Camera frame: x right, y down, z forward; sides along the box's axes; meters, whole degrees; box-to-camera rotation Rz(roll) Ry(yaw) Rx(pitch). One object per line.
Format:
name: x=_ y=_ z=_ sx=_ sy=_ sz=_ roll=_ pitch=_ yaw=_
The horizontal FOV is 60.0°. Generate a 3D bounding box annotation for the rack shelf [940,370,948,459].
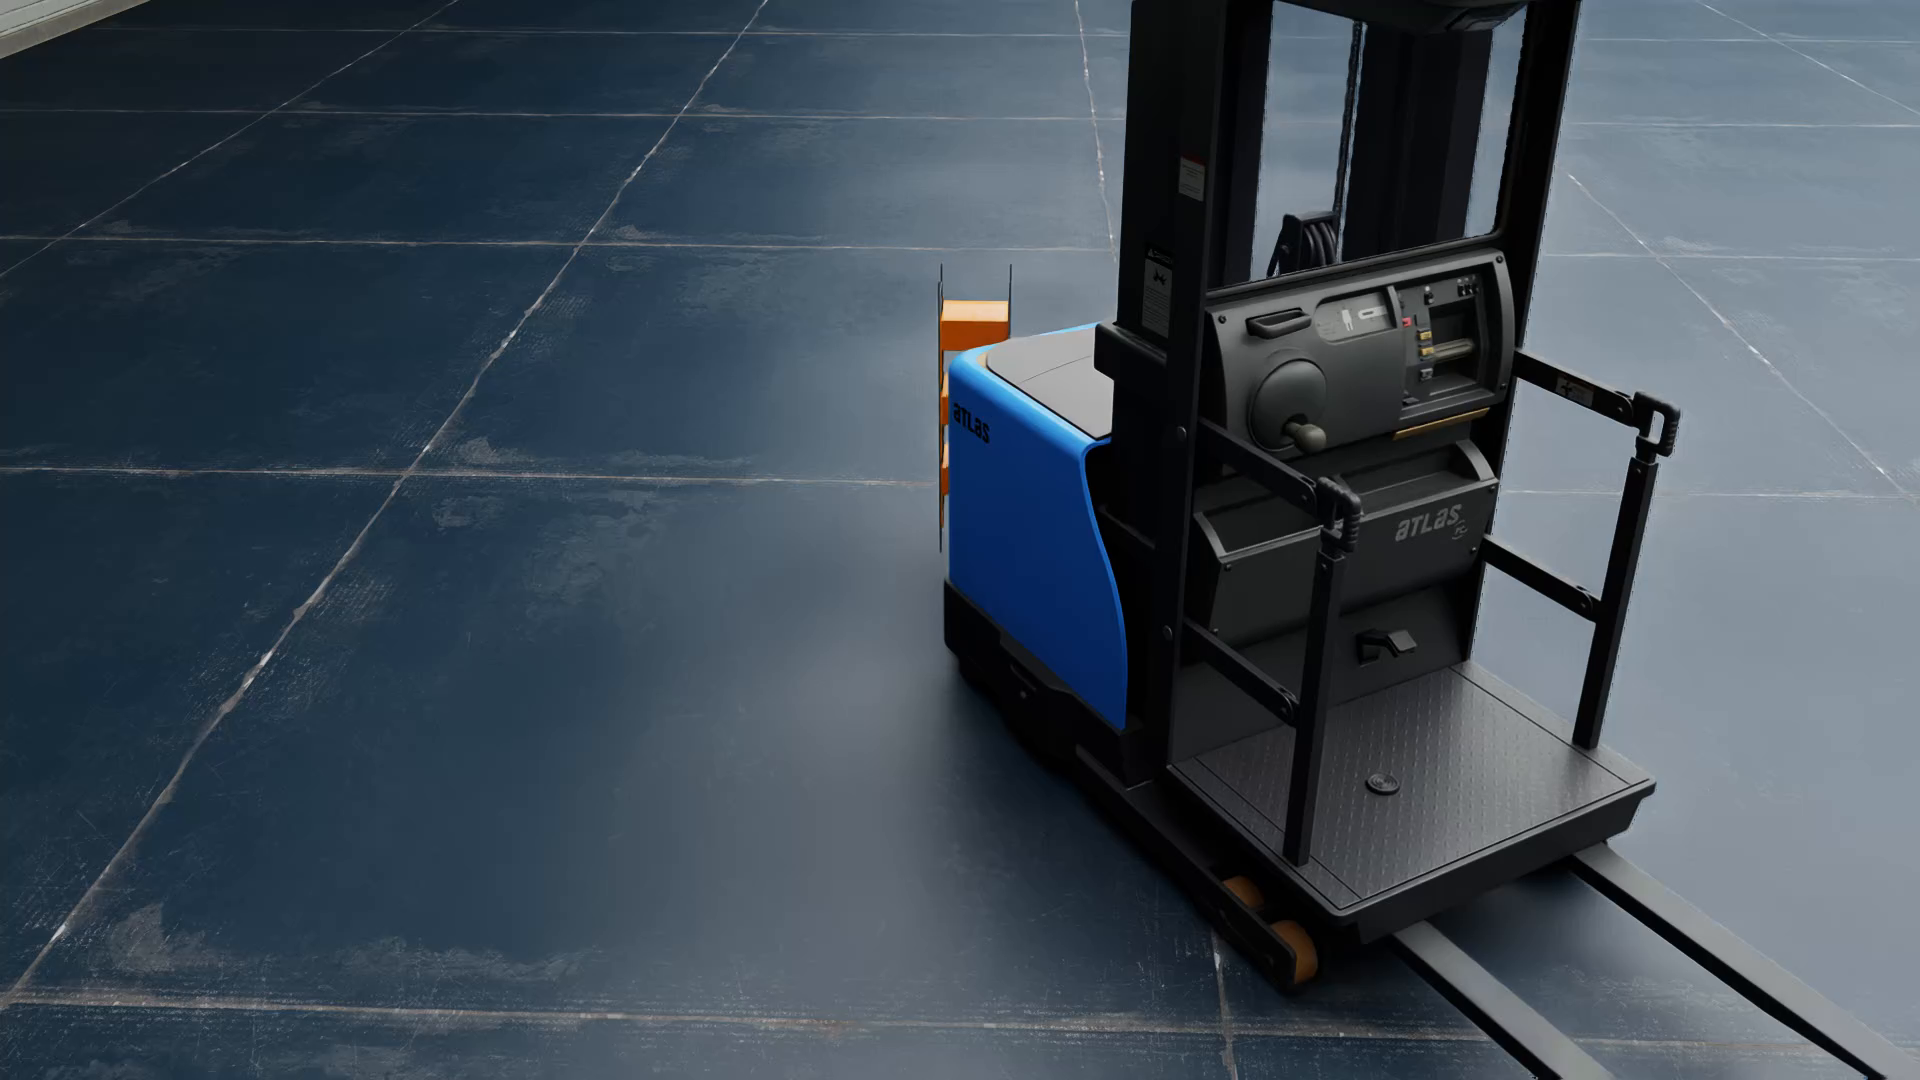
rack shelf: x=0.053 y=-0.454 z=6.007 sx=0.240 sy=0.259 sz=0.215 roll=1 pitch=28 yaw=2

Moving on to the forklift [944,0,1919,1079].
forklift: x=1.110 y=-0.425 z=3.922 sx=1.130 sy=2.935 sz=3.031 roll=-15 pitch=31 yaw=-26

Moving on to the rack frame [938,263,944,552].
rack frame: x=-0.068 y=-0.465 z=6.006 sx=0.008 sy=1.050 sz=0.200 roll=1 pitch=28 yaw=2

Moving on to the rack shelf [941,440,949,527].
rack shelf: x=0.053 y=-0.208 z=6.138 sx=0.240 sy=0.259 sz=0.215 roll=1 pitch=28 yaw=2

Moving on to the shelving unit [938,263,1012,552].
shelving unit: x=0.053 y=-0.463 z=6.002 sx=0.252 sy=1.050 sz=0.215 roll=1 pitch=28 yaw=2

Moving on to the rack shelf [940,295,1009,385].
rack shelf: x=0.053 y=-0.704 z=5.874 sx=0.240 sy=0.259 sz=0.215 roll=1 pitch=28 yaw=2

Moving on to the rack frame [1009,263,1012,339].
rack frame: x=0.175 y=-0.461 z=5.999 sx=0.008 sy=1.050 sz=0.200 roll=1 pitch=28 yaw=2
